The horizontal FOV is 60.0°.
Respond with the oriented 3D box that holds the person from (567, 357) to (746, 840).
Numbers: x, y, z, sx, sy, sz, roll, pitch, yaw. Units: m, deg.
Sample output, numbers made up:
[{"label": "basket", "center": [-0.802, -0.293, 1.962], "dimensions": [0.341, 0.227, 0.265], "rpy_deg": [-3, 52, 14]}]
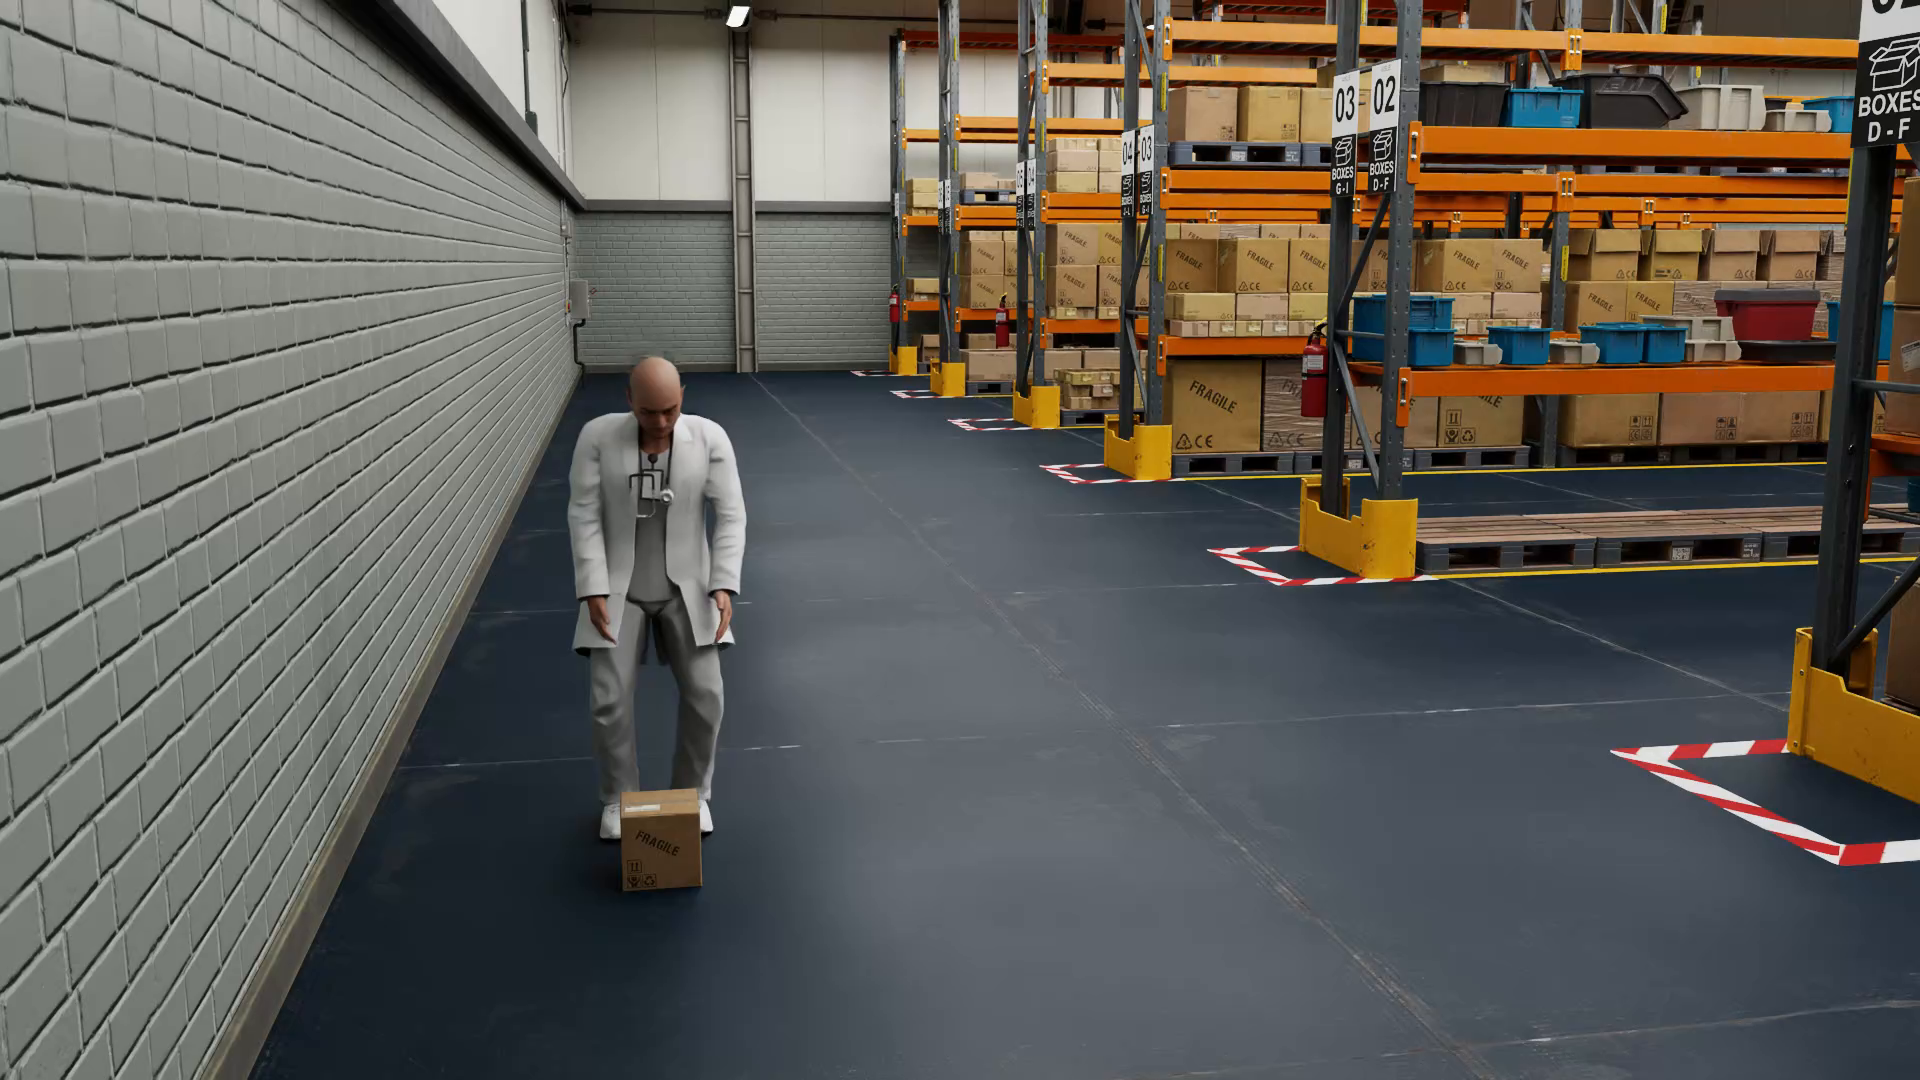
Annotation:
[{"label": "person", "center": [-1.045, 0.200, 5.786], "dimensions": [0.608, 1.662, 0.503], "rpy_deg": [-2, 10, -10]}]
